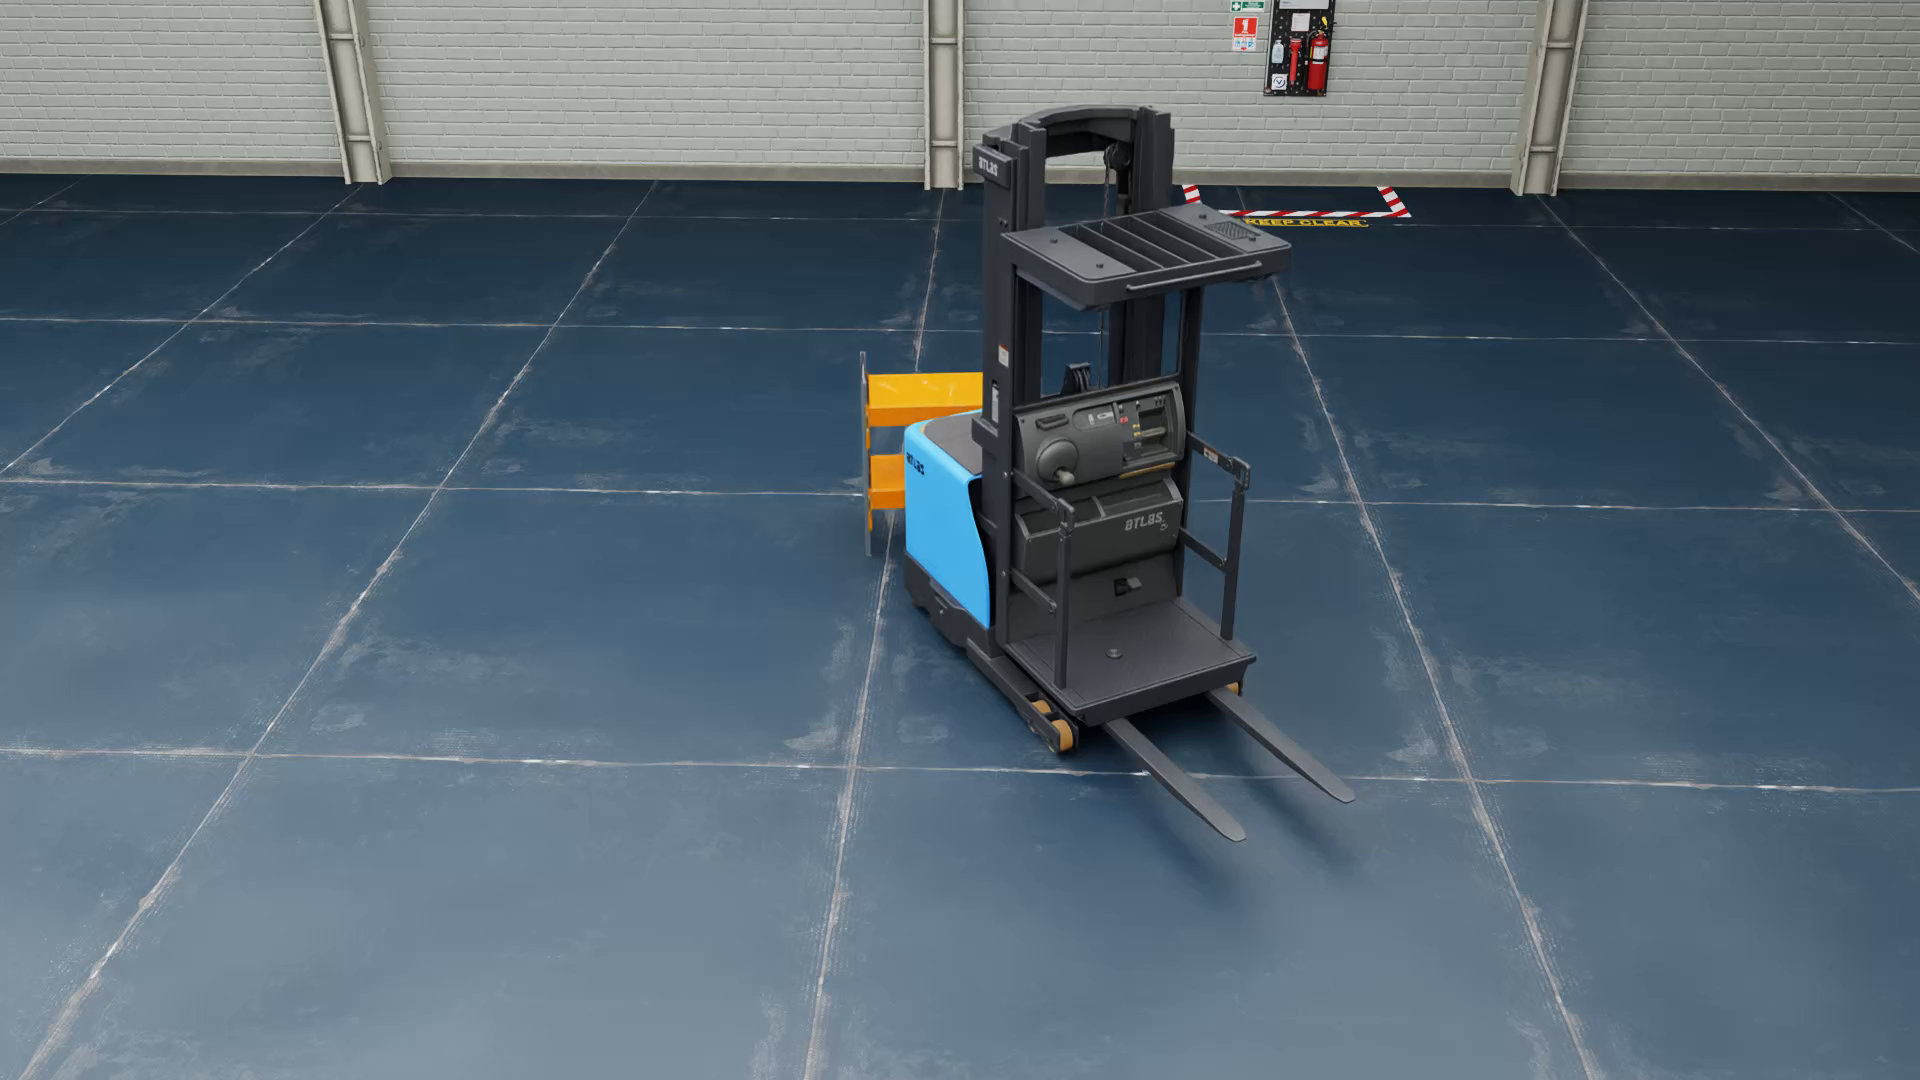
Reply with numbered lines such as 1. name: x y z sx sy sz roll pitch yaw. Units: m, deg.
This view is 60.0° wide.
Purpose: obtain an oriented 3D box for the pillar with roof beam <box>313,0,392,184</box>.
1. pillar with roof beam: -6.307 -5.713 11.418 0.400 9.000 9.100 1 28 2

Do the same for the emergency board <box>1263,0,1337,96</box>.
1. emergency board: 3.369 -4.937 16.361 0.643 1.169 0.194 1 28 2

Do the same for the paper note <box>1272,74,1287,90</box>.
1. paper note: 3.195 -4.583 16.634 0.142 0.148 0.016 1 28 2

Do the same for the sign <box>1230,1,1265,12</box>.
1. sign: 2.824 -5.240 16.329 0.331 0.109 0.001 1 28 2

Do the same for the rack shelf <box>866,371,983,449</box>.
1. rack shelf: -0.062 -0.789 9.913 1.000 0.278 0.538 -2 28 -3

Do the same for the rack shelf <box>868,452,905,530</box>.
1. rack shelf: -0.062 -0.315 10.165 1.000 0.278 0.538 -2 28 -3

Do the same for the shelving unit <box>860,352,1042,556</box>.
1. shelving unit: -0.062 -0.531 10.050 1.048 1.125 0.538 -2 28 -3

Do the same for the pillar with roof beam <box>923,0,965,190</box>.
1. pillar with roof beam: -0.311 -5.613 11.231 0.400 9.000 9.100 1 28 2

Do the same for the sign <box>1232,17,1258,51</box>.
1. sign: 2.820 -5.010 16.461 0.234 0.329 0.001 1 28 2

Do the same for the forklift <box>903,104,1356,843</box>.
1. forklift: 0.804 -0.477 8.020 1.130 2.935 3.031 -14 31 -24

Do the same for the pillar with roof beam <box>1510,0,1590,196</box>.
1. pillar with roof beam: 5.686 -5.514 11.044 0.400 9.000 9.100 1 28 2

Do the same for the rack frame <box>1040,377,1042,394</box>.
1. rack frame: 0.446 -0.545 10.077 0.032 1.125 0.500 -2 28 -3

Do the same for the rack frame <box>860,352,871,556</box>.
1. rack frame: -0.569 -0.516 10.023 0.032 1.125 0.500 -2 28 -3
